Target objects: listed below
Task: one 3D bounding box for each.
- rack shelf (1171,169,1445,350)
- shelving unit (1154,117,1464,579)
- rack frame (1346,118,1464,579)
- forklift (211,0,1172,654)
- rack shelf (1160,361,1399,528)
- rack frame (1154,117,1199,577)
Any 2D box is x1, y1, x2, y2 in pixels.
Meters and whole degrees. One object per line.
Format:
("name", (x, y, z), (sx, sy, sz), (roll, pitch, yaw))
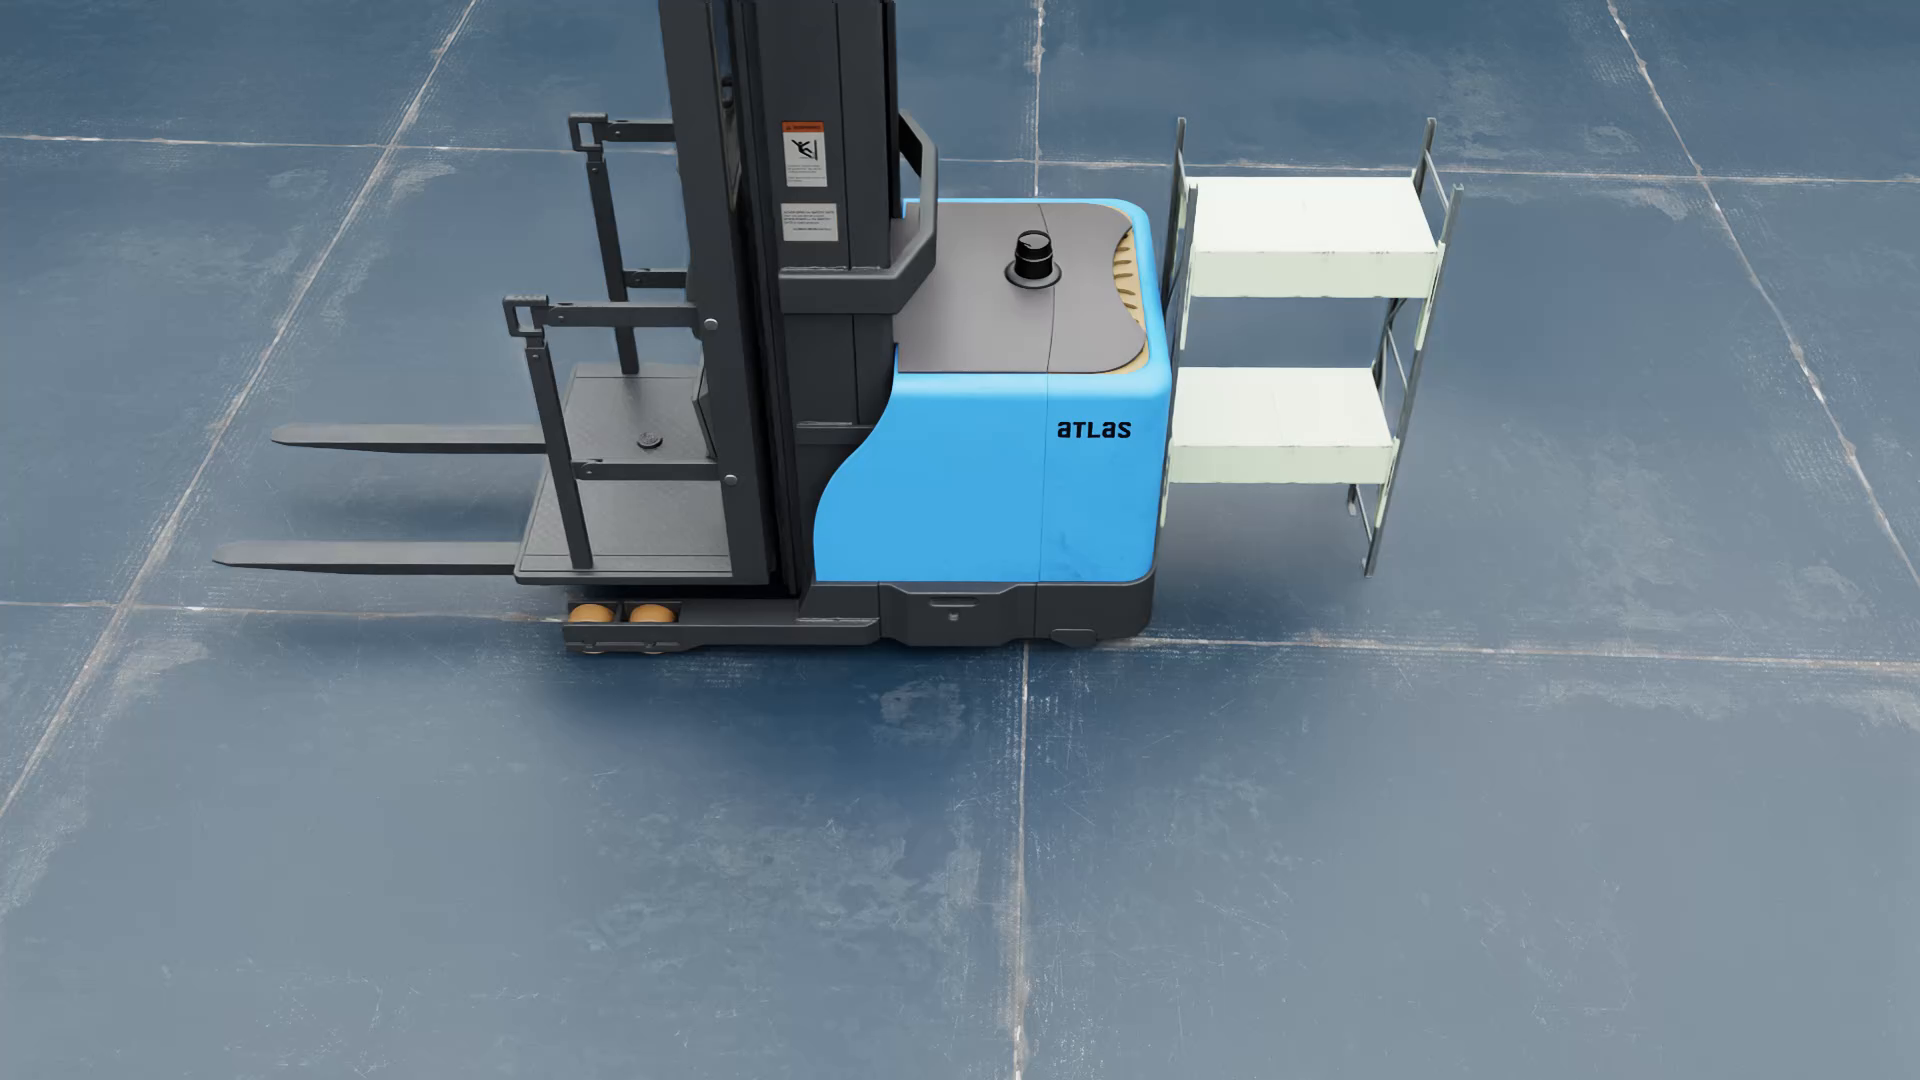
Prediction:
("rack shelf", (1.015, -0.841, 4.980), (0.720, 0.370, 0.431), (0, 43, 0))
("shelving unit", (1.015, -0.556, 5.246), (0.755, 1.500, 0.431), (0, 43, 0))
("rack frame", (1.381, -0.555, 5.245), (0.023, 1.500, 0.400), (0, 43, 0))
("forklift", (-0.897, -1.067, 4.745), (3.031, 2.935, 1.130), (0, 43, 0))
("rack shelf", (1.015, -0.317, 5.468), (0.720, 0.370, 0.431), (0, 43, 0))
("rack frame", (0.649, -0.557, 5.247), (0.023, 1.500, 0.400), (0, 43, 0))
